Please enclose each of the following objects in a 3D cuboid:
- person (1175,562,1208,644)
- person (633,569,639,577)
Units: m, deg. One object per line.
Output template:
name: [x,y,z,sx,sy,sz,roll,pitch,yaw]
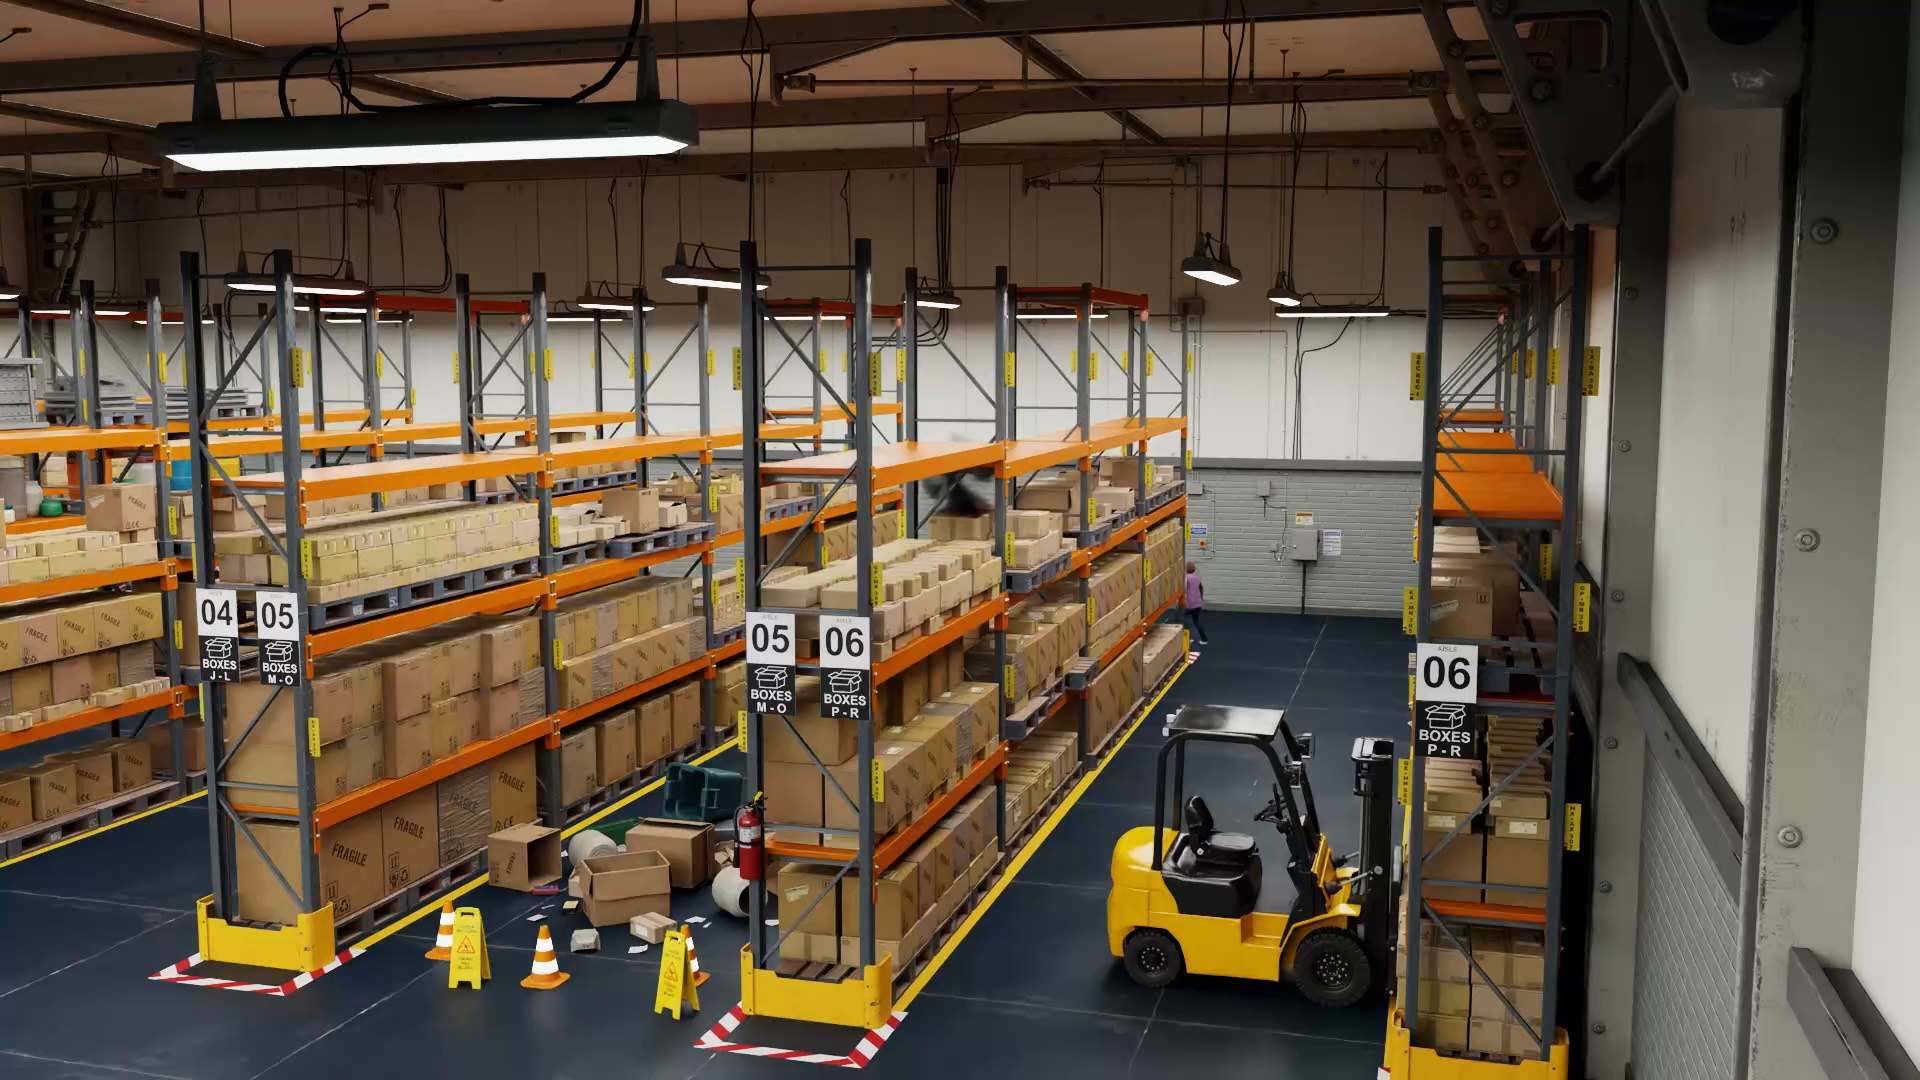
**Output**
person: [4.100,1.142,29.348,0.794,1.530,0.471,-6,9,-44]
person: [-5.286,1.257,27.563,0.592,1.721,0.730,1,6,8]
